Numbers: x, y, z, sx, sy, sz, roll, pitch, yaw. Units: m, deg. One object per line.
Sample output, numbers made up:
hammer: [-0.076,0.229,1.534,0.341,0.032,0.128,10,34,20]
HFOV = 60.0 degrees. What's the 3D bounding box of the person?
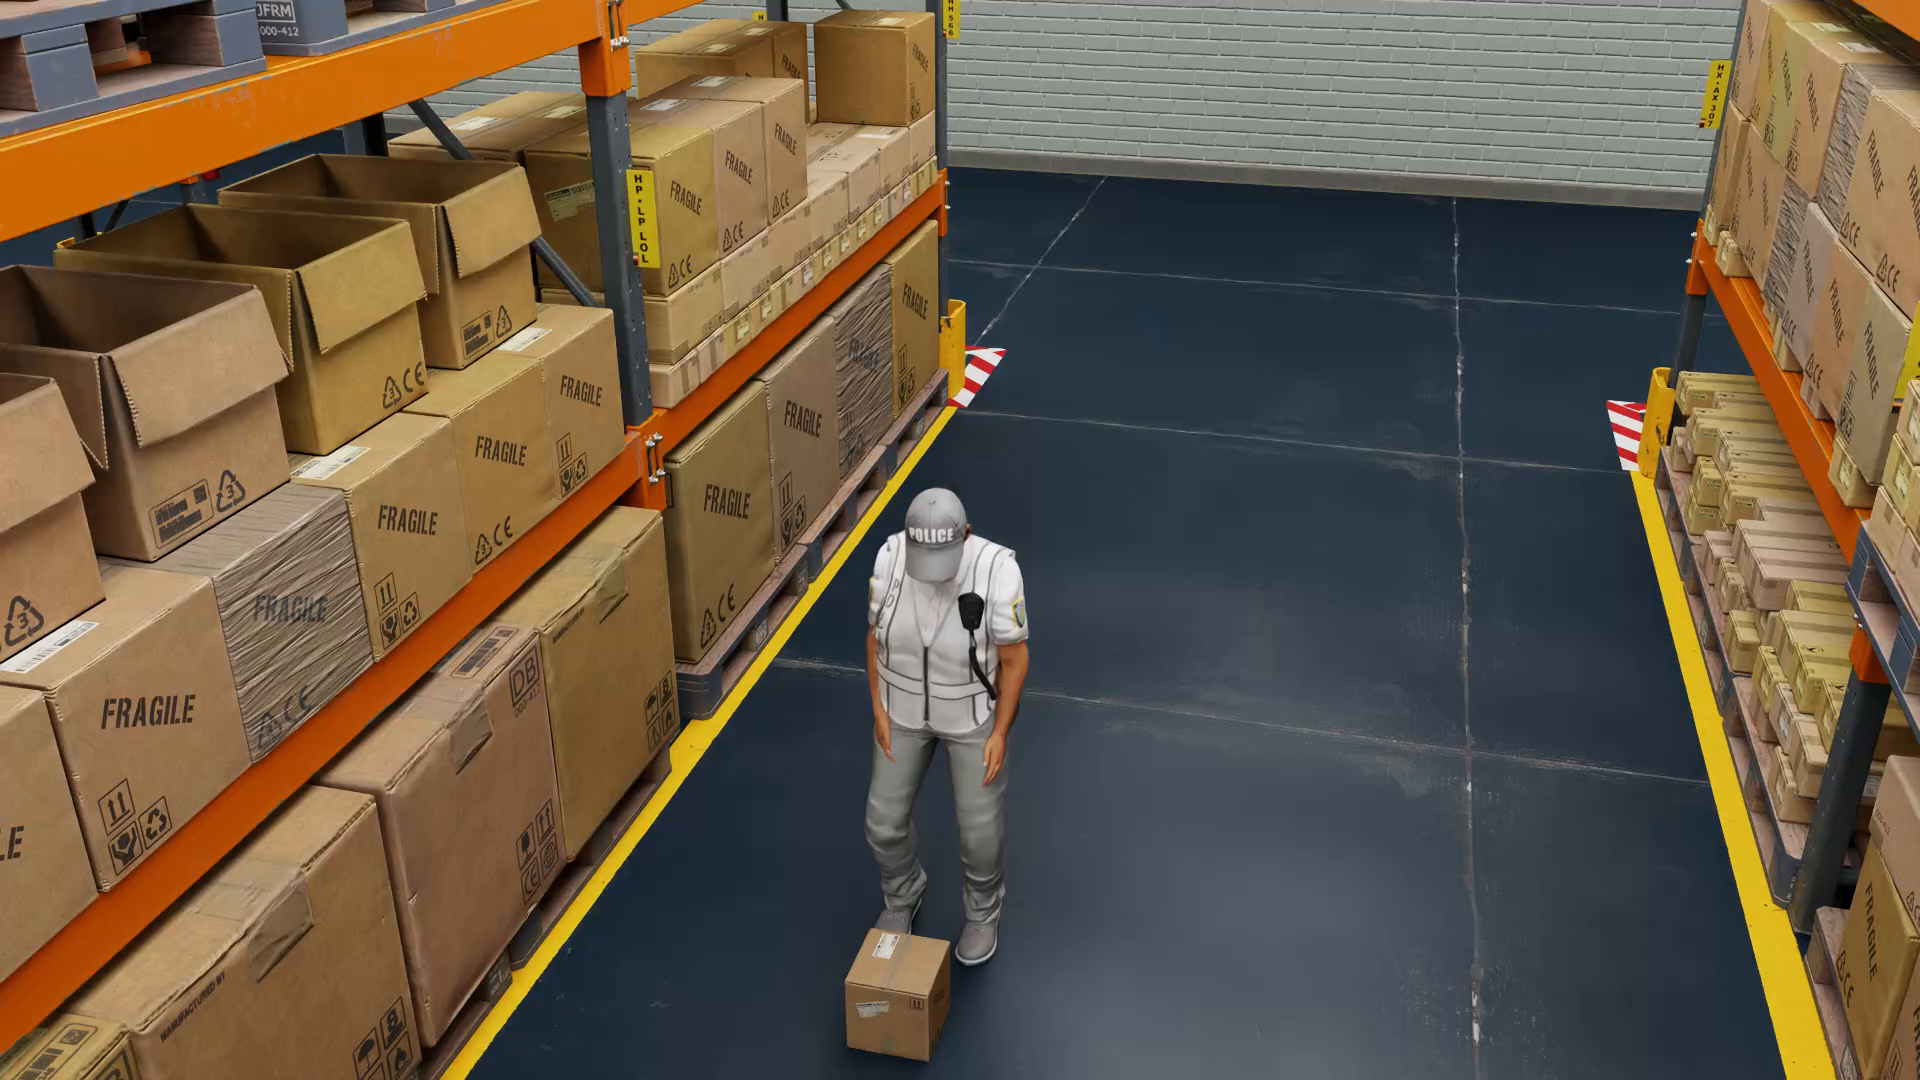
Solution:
person: [-0.040,0.551,5.033,0.500,1.611,0.496,7,26,14]
